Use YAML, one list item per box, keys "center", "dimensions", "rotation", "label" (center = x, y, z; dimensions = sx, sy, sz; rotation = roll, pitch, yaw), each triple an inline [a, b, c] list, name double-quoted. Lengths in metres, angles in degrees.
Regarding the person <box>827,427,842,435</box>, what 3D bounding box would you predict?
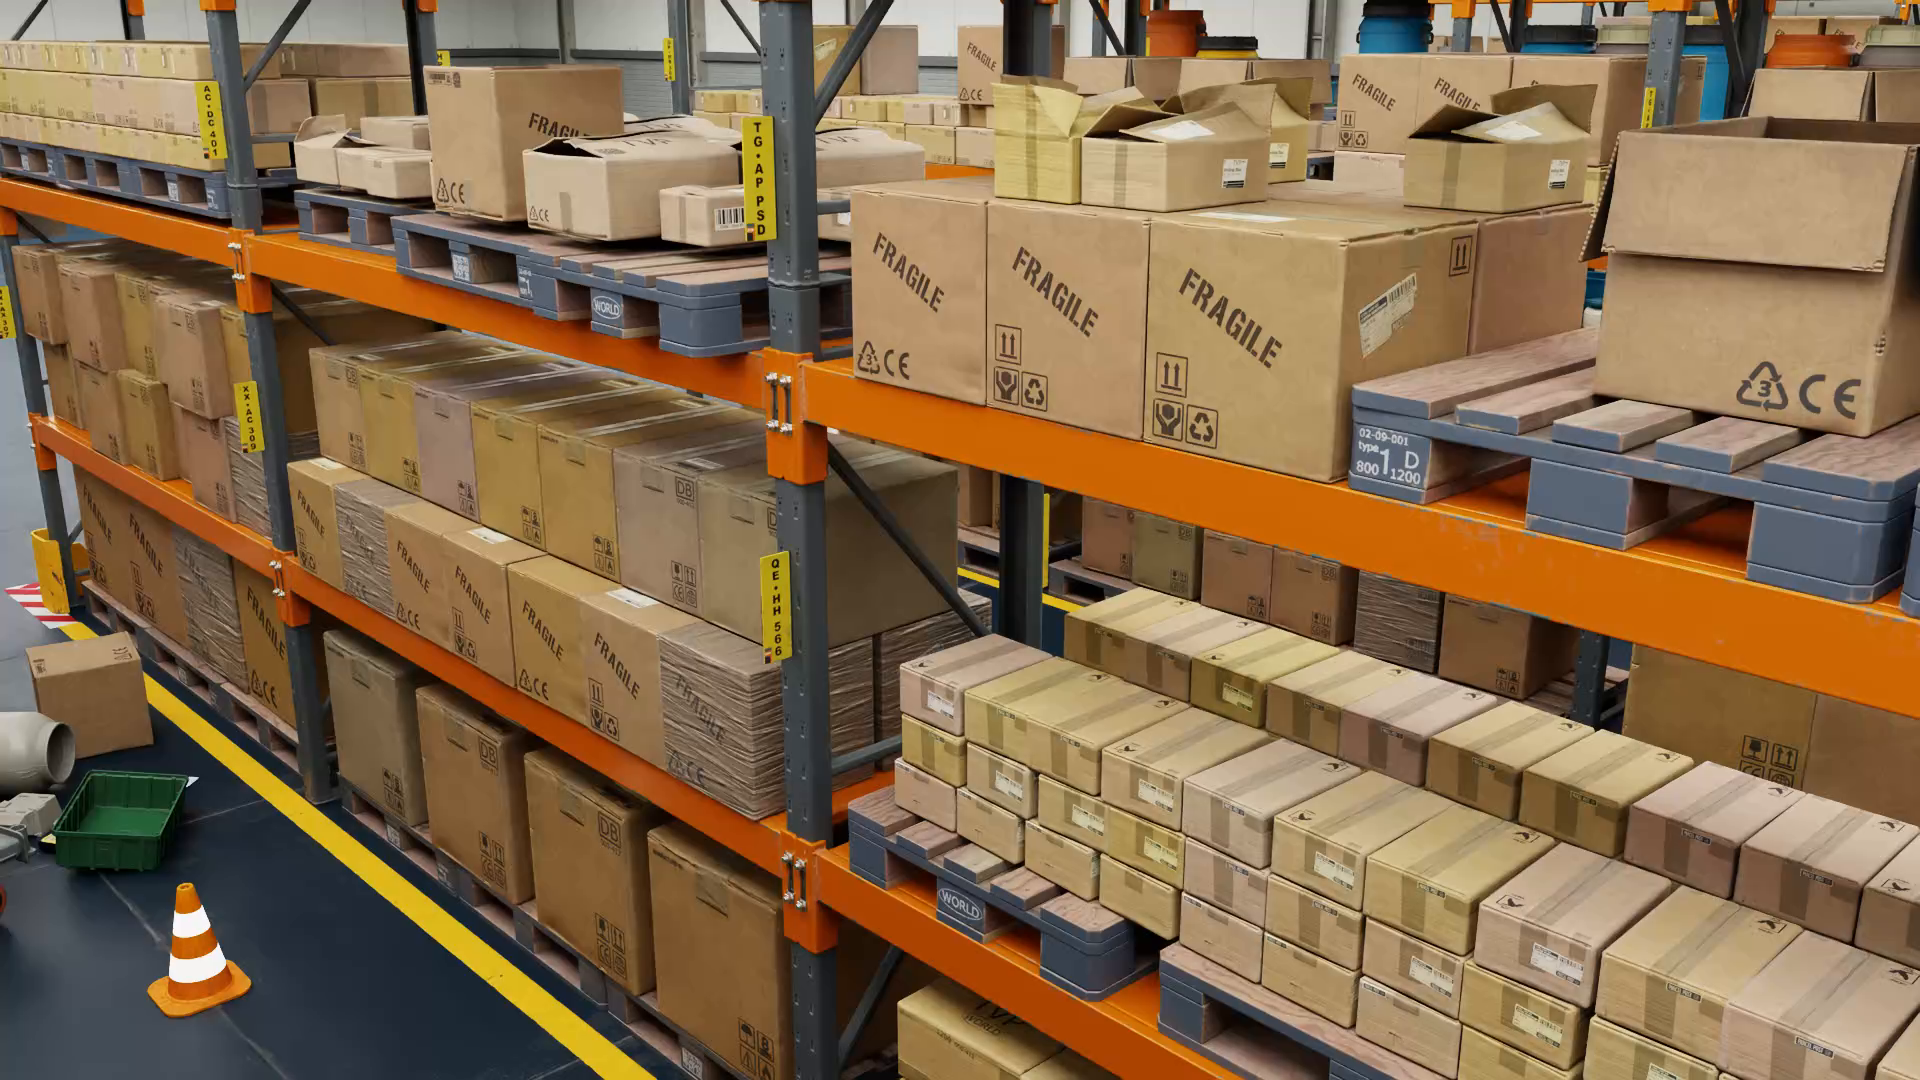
- center: [-0.949, -0.108, 9.868]
  dimensions: [0.575, 1.800, 0.372]
  rotation: [-15, 23, -40]
  label: "person"
